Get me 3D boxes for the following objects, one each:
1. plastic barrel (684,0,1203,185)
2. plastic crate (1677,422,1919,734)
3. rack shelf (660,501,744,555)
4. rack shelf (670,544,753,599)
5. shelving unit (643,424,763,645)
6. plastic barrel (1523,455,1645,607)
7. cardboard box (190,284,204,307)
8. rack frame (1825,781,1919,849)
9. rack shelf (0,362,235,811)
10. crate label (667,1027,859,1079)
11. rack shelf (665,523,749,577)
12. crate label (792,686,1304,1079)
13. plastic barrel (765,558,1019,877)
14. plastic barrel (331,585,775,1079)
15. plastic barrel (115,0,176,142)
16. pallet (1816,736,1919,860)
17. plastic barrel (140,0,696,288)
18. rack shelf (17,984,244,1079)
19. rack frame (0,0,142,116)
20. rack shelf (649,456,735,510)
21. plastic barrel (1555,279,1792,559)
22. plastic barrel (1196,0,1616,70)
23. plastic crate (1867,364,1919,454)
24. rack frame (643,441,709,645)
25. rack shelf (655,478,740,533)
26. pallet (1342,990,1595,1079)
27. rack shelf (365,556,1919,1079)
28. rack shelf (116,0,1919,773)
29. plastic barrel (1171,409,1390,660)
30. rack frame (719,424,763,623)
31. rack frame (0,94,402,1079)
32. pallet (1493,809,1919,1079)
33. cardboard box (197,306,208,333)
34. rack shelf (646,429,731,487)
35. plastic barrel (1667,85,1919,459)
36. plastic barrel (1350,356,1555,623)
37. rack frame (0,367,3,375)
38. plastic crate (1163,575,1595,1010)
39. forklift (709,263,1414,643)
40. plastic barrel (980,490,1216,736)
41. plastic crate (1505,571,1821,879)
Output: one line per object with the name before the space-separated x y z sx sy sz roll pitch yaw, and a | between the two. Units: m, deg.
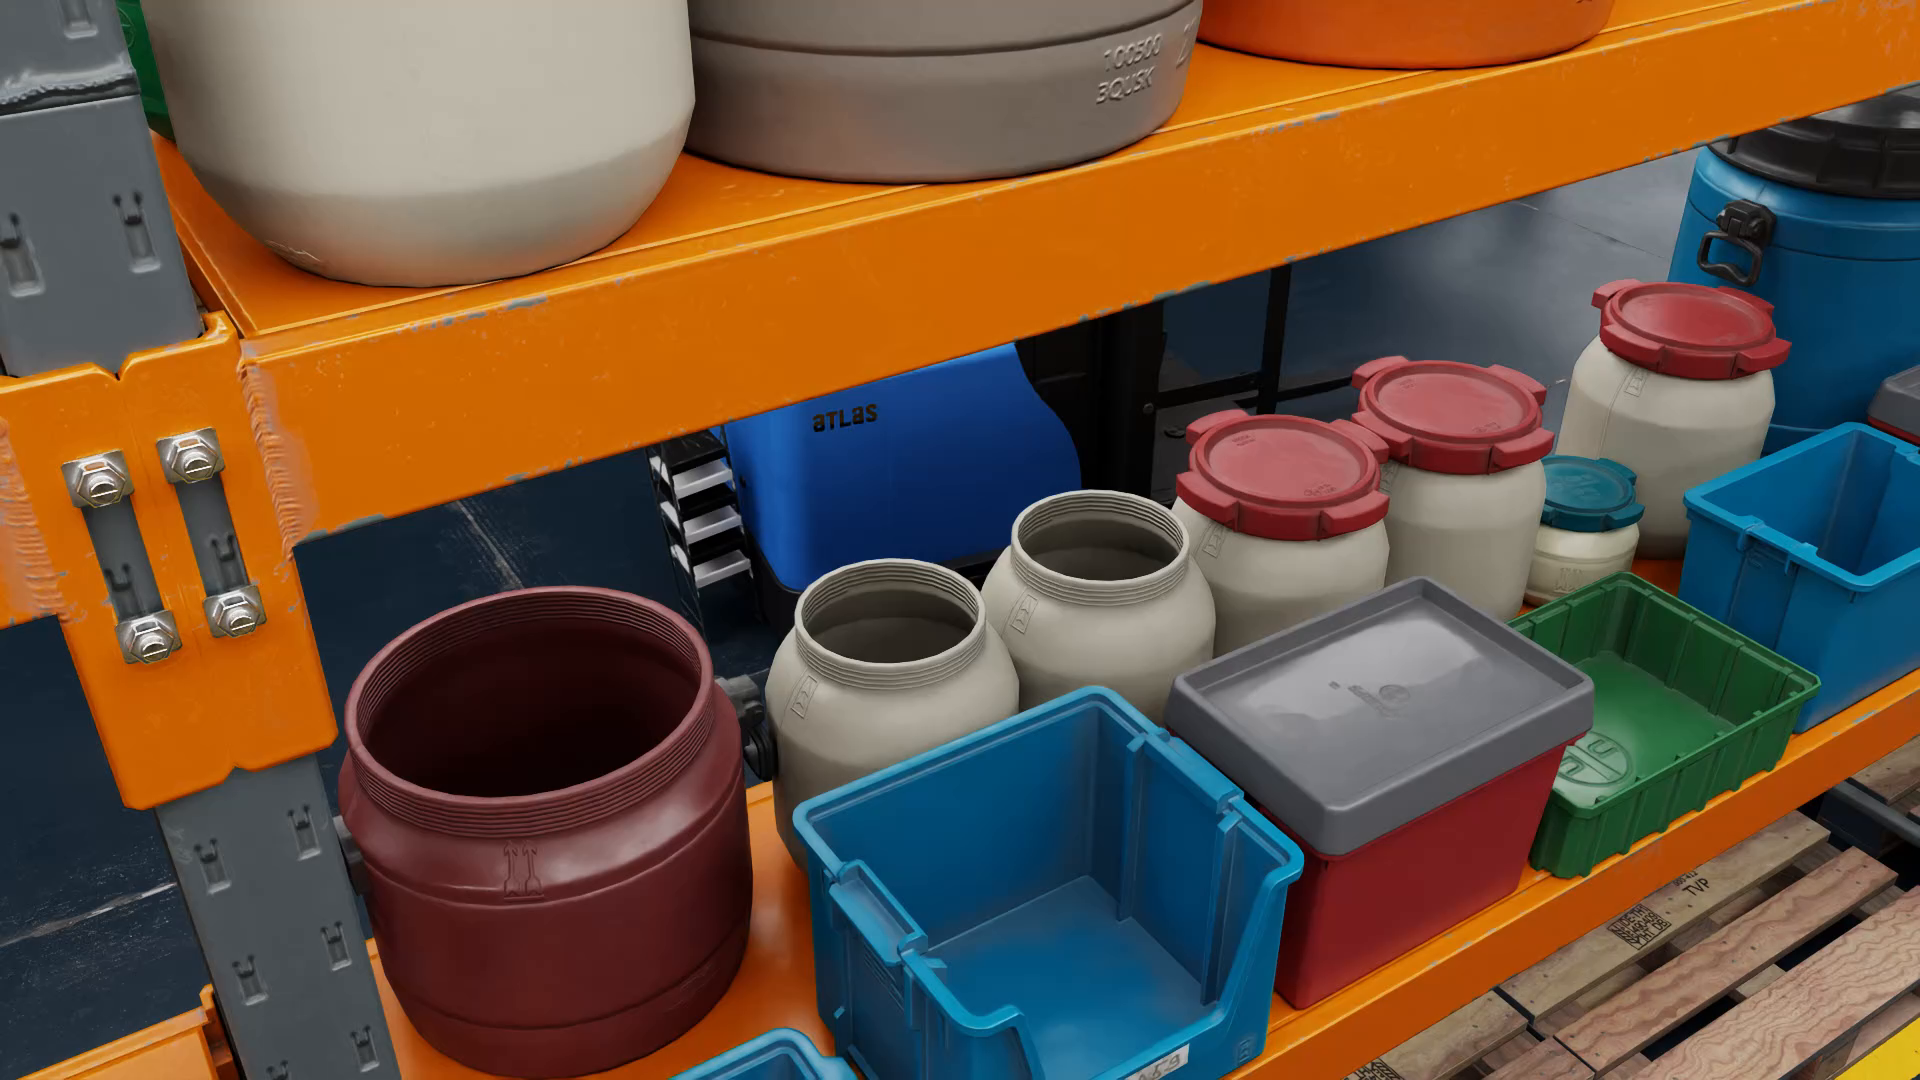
plastic barrel | -0.053 -0.851 1.506 0.600 0.901 0.600 0 32 0
plastic crate | 1.742 0.079 3.328 0.575 0.384 0.392 -19 37 -27
rack shelf | -0.868 -0.073 5.567 0.200 0.077 0.258 -22 38 -21
rack shelf | -0.852 0.074 5.670 0.200 0.077 0.258 -22 38 -21
shelving unit | -0.871 -0.100 5.548 0.210 0.900 0.258 -22 38 -21
plastic barrel | 1.306 -0.014 3.590 0.301 0.262 0.301 0 32 0
cardboard box | -2.998 -1.104 6.417 0.500 0.250 0.500 -17 36 -25
rack frame | 2.501 -0.386 4.051 0.127 3.000 1.000 -19 37 -27
rack shelf | -2.542 0.384 0.693 4.000 0.370 1.077 -19 37 -27
crate label | -0.304 0.887 2.189 0.416 0.233 0.303 -19 37 -27
rack shelf | -0.860 0.001 5.619 0.200 0.077 0.258 -22 38 -21
crate label | 0.121 0.589 2.471 0.616 0.435 0.502 -19 37 -27
plastic barrel | -0.112 0.330 2.811 0.421 0.512 0.421 0 32 0
plastic barrel | -0.635 0.443 2.609 0.708 0.536 0.600 -19 37 -27
plastic barrel | -0.681 -0.527 1.608 0.294 0.245 0.294 0 32 0
pallet | 3.088 0.618 5.073 1.213 0.211 1.003 -19 37 -27
plastic barrel | -0.434 -0.498 1.312 0.421 0.512 0.421 0 32 0
rack shelf | -2.542 1.653 1.493 4.000 0.370 1.077 -19 37 -27
rack frame | -0.861 -1.767 0.617 0.127 3.000 1.000 -19 37 -27
rack shelf | -0.884 -0.219 5.464 0.200 0.077 0.258 -22 38 -21
plastic barrel | 1.578 -0.265 3.732 0.433 0.535 0.433 0 32 0
plastic barrel | 0.497 -1.009 1.825 0.708 0.830 0.600 -19 37 -27
plastic crate | 2.260 -0.136 3.594 0.583 0.464 0.402 -19 37 -27
rack frame | -0.959 -0.064 5.511 0.006 0.900 0.240 -22 38 -21
rack shelf | -0.876 -0.146 5.515 0.200 0.077 0.258 -22 38 -21
pallet | 0.836 1.392 3.845 1.213 0.211 1.003 -19 37 -27
rack shelf | 0.820 0.496 3.326 4.000 0.370 1.077 -19 37 -27
rack shelf | 0.820 -0.772 2.526 4.000 0.370 1.077 -19 37 -27
plastic barrel | 0.598 0.072 3.197 0.433 0.535 0.433 0 32 0
rack frame | -0.784 -0.136 5.585 0.006 0.900 0.240 -22 38 -21
rack frame | -0.861 0.770 2.218 0.127 3.000 1.000 -19 37 -27
pallet | 1.862 1.038 4.407 1.213 0.211 1.003 -19 37 -27
cardboard box | -2.992 -0.782 6.609 0.500 0.500 0.700 -21 38 -30
rack shelf | -0.893 -0.292 5.412 0.200 0.077 0.258 -22 38 -21
plastic barrel | 2.012 -0.622 3.955 0.708 0.901 0.600 -19 37 -27
plastic barrel | 0.962 -0.053 3.396 0.433 0.535 0.433 0 32 0
rack frame | -3.544 -1.451 5.739 0.127 3.000 1.000 -19 37 -27
plastic crate | 0.663 0.413 2.724 0.583 0.464 0.402 -19 37 -27
forklift | 0.633 -1.355 5.651 3.031 2.935 1.130 -13 34 -19
plastic barrel | 0.242 0.208 3.004 0.421 0.512 0.421 0 32 0
plastic crate | 1.190 0.333 3.109 0.662 0.188 0.450 -19 37 -27
